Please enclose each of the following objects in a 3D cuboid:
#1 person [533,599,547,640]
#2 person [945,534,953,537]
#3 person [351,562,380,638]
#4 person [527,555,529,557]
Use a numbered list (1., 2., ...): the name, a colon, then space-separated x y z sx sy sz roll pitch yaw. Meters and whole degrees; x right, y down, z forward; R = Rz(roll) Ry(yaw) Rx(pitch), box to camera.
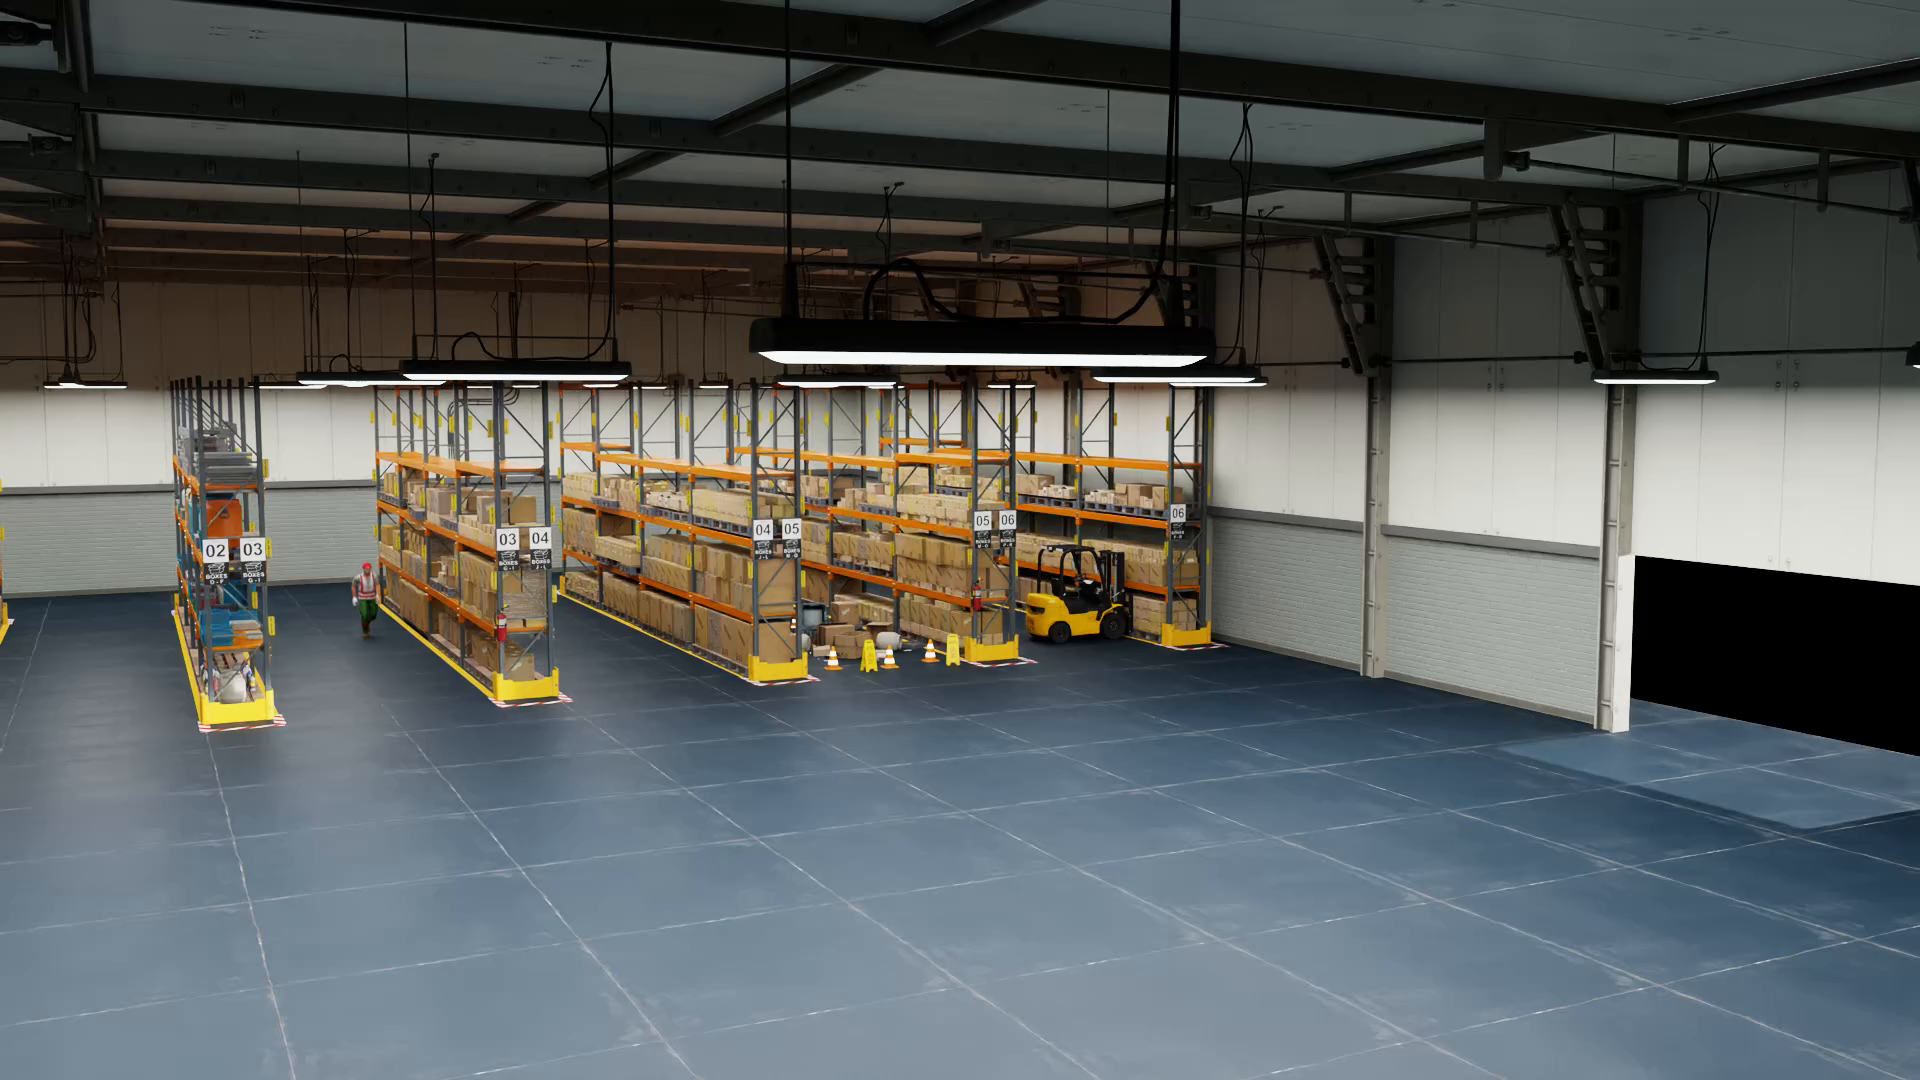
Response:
1. person: -9.871 1.519 38.673 0.665 1.559 0.769 -5 7 -43
2. person: -0.263 0.667 44.903 0.618 1.695 0.623 5 7 43
3. person: -13.962 1.383 39.005 0.622 1.764 0.703 -4 7 -39
4. person: -12.269 0.612 47.846 0.716 1.716 0.838 3 6 31
